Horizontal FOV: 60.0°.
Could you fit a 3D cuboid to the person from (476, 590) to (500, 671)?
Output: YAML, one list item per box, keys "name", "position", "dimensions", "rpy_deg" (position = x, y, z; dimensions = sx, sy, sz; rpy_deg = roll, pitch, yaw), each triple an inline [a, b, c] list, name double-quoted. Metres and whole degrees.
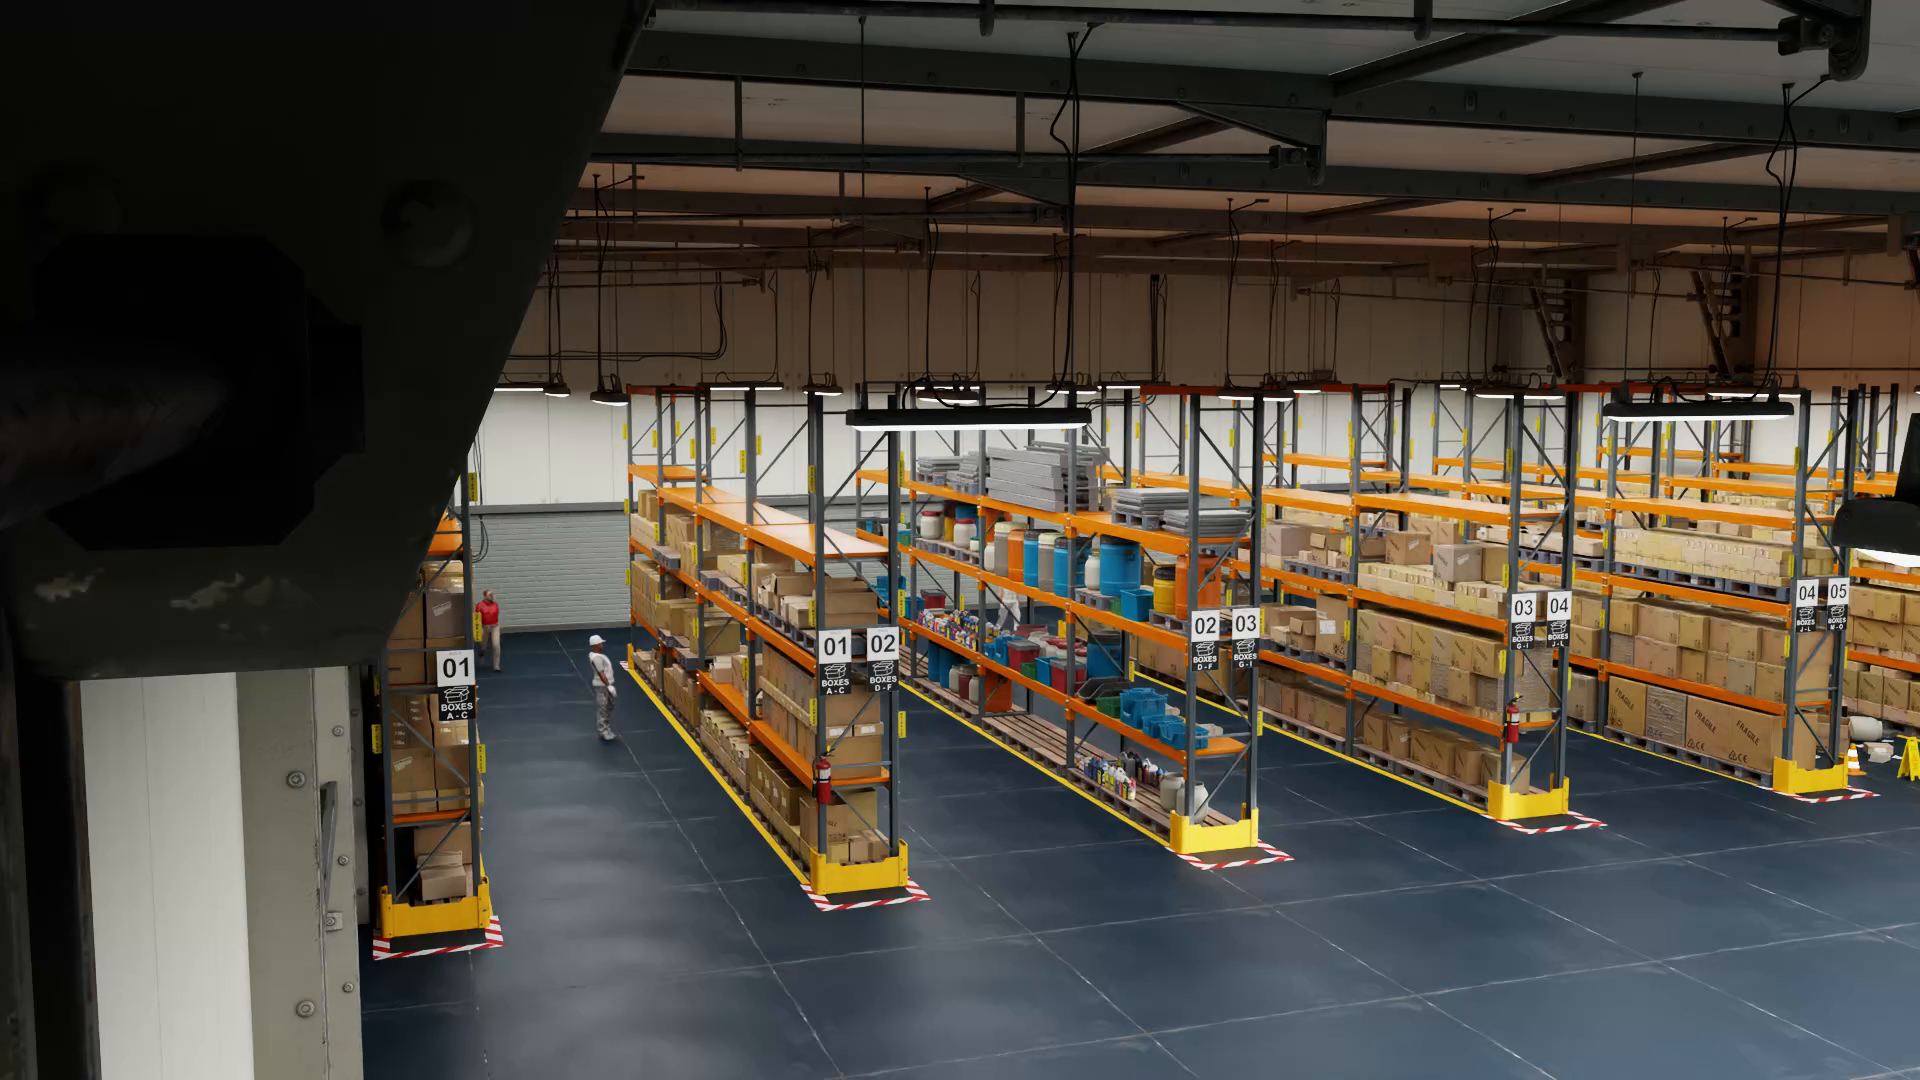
- name: "person"
  position: [-9.923, 1.877, 34.945]
  dimensions: [0.499, 1.679, 0.856]
  rpy_deg: [-2, 6, -22]

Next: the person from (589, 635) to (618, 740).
- name: "person"
  position: [-6.087, 2.528, 28.496]
  dimensions: [0.602, 1.824, 0.667]
  rpy_deg: [1, 6, 8]

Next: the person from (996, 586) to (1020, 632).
- name: "person"
  position: [1.164, 1.480, 38.485]
  dimensions: [0.623, 1.776, 0.878]
  rpy_deg: [-5, 8, -41]

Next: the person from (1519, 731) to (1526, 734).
- name: "person"
  position: [9.741, 2.558, 28.735]
  dimensions: [0.393, 1.594, 0.390]
  rpy_deg: [2, 6, 15]
